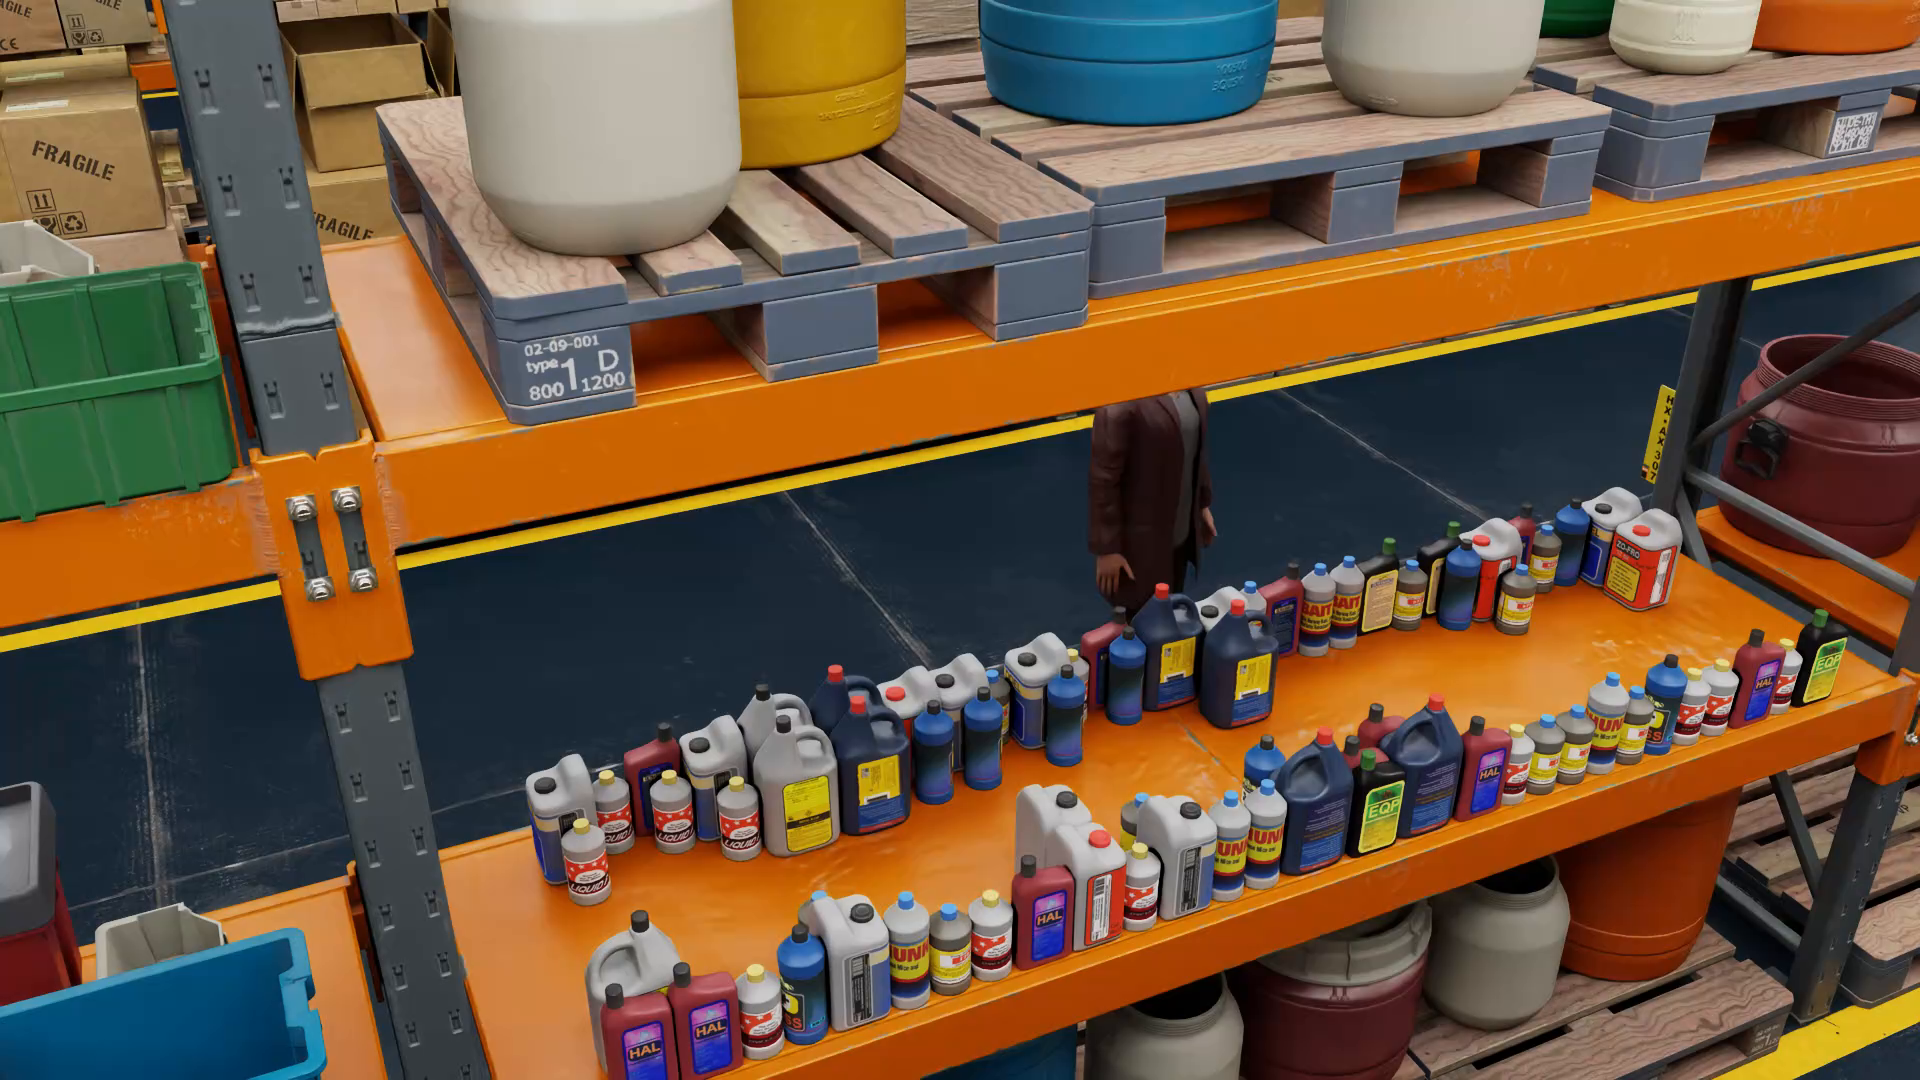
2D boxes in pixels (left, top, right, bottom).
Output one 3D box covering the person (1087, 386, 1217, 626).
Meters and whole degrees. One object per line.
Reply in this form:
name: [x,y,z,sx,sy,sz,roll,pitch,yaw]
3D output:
person: [0.747,-0.021,6.134,0.418,1.790,0.671,22,36,34]
